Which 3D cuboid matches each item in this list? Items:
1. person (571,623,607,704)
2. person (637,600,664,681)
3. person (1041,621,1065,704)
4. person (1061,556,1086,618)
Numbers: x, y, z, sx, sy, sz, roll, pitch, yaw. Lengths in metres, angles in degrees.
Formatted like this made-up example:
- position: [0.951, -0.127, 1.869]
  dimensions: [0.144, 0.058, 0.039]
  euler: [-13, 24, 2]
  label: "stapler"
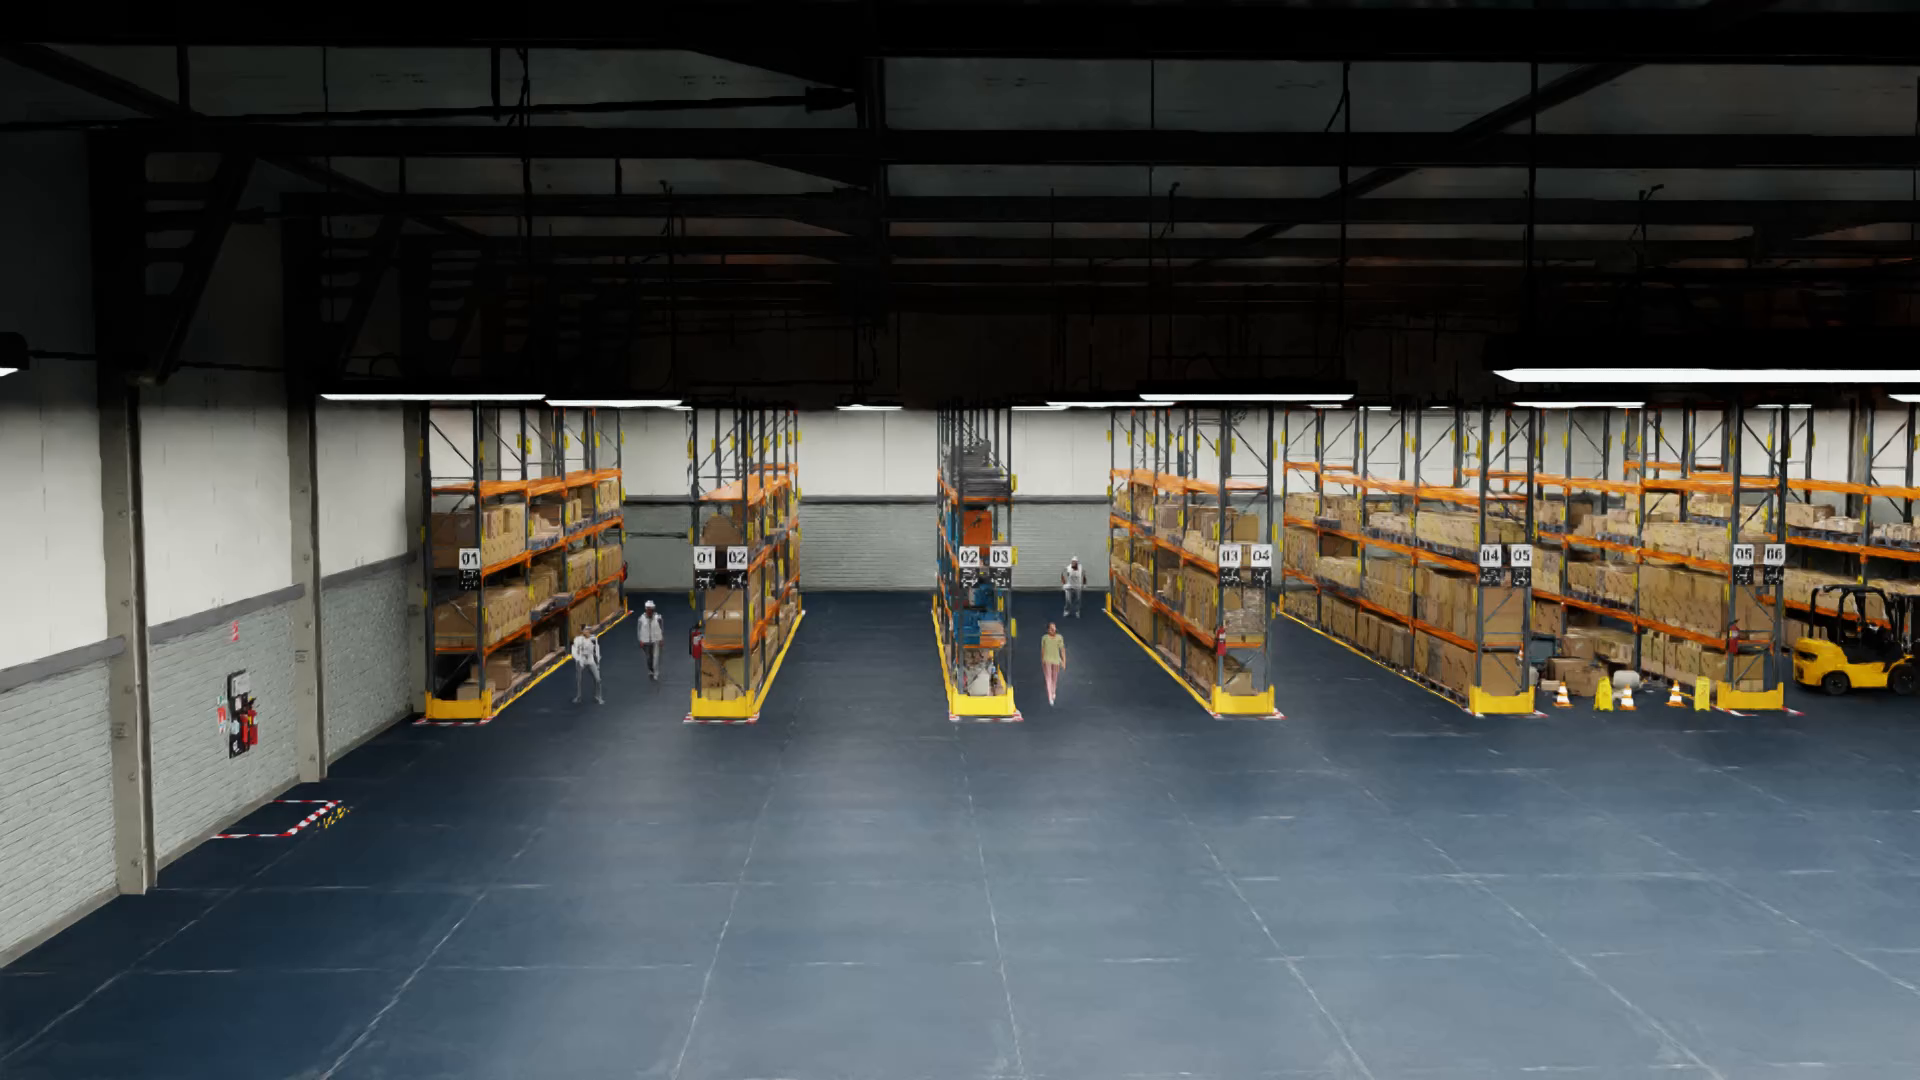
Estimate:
- position: [-7.301, 2.399, 32.540]
  dimensions: [0.643, 1.612, 0.794]
  euler: [-2, 5, -20]
  label: "person"
- position: [-6.611, 2.120, 35.481]
  dimensions: [0.544, 1.695, 1.102]
  euler: [0, 4, 0]
  label: "person"
- position: [1.833, 2.389, 32.685]
  dimensions: [0.458, 1.612, 1.019]
  euler: [0, 4, -3]
  label: "person"
- position: [3.153, 1.304, 46.115]
  dimensions: [0.689, 1.735, 0.548]
  euler: [0, 4, -4]
  label: "person"
